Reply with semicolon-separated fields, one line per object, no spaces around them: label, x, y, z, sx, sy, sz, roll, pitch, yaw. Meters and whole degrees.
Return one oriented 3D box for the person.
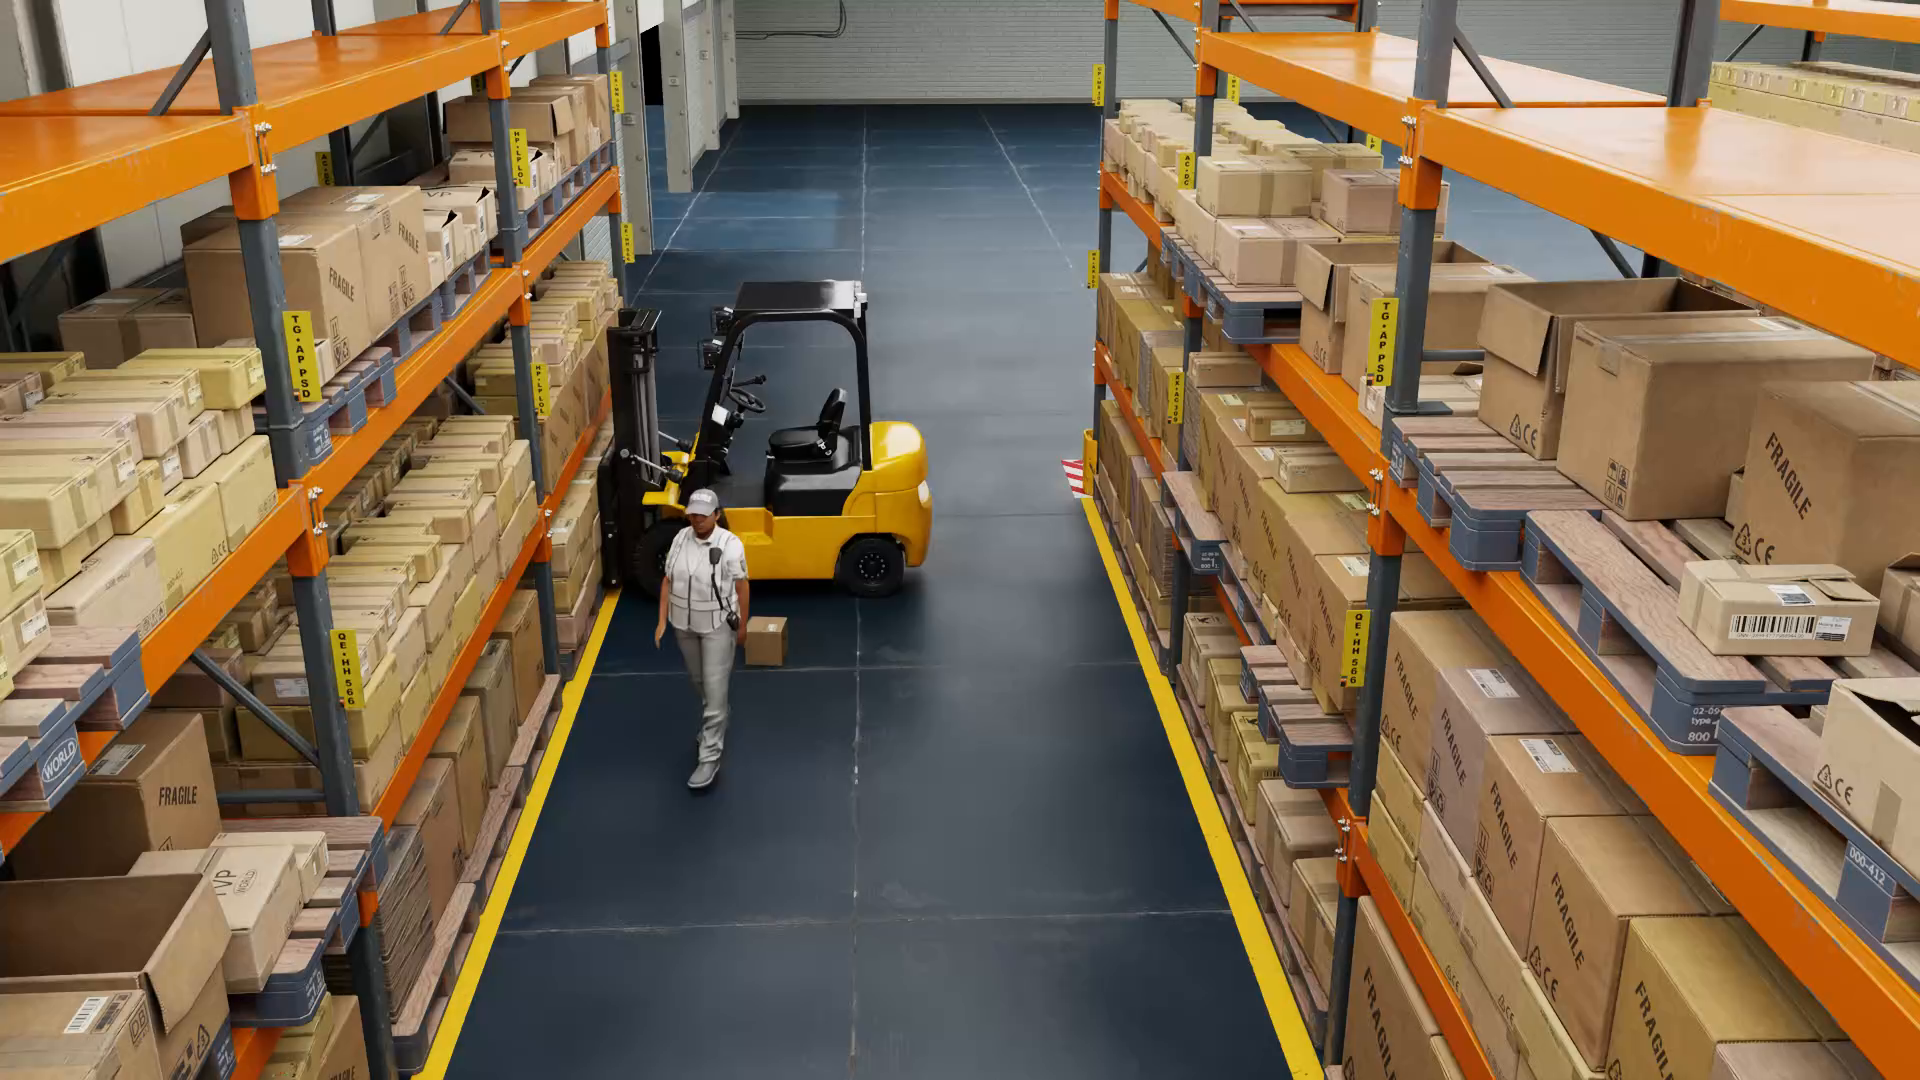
person;-1.538;0.526;9.641;0.490;1.633;0.834;8;22;20
